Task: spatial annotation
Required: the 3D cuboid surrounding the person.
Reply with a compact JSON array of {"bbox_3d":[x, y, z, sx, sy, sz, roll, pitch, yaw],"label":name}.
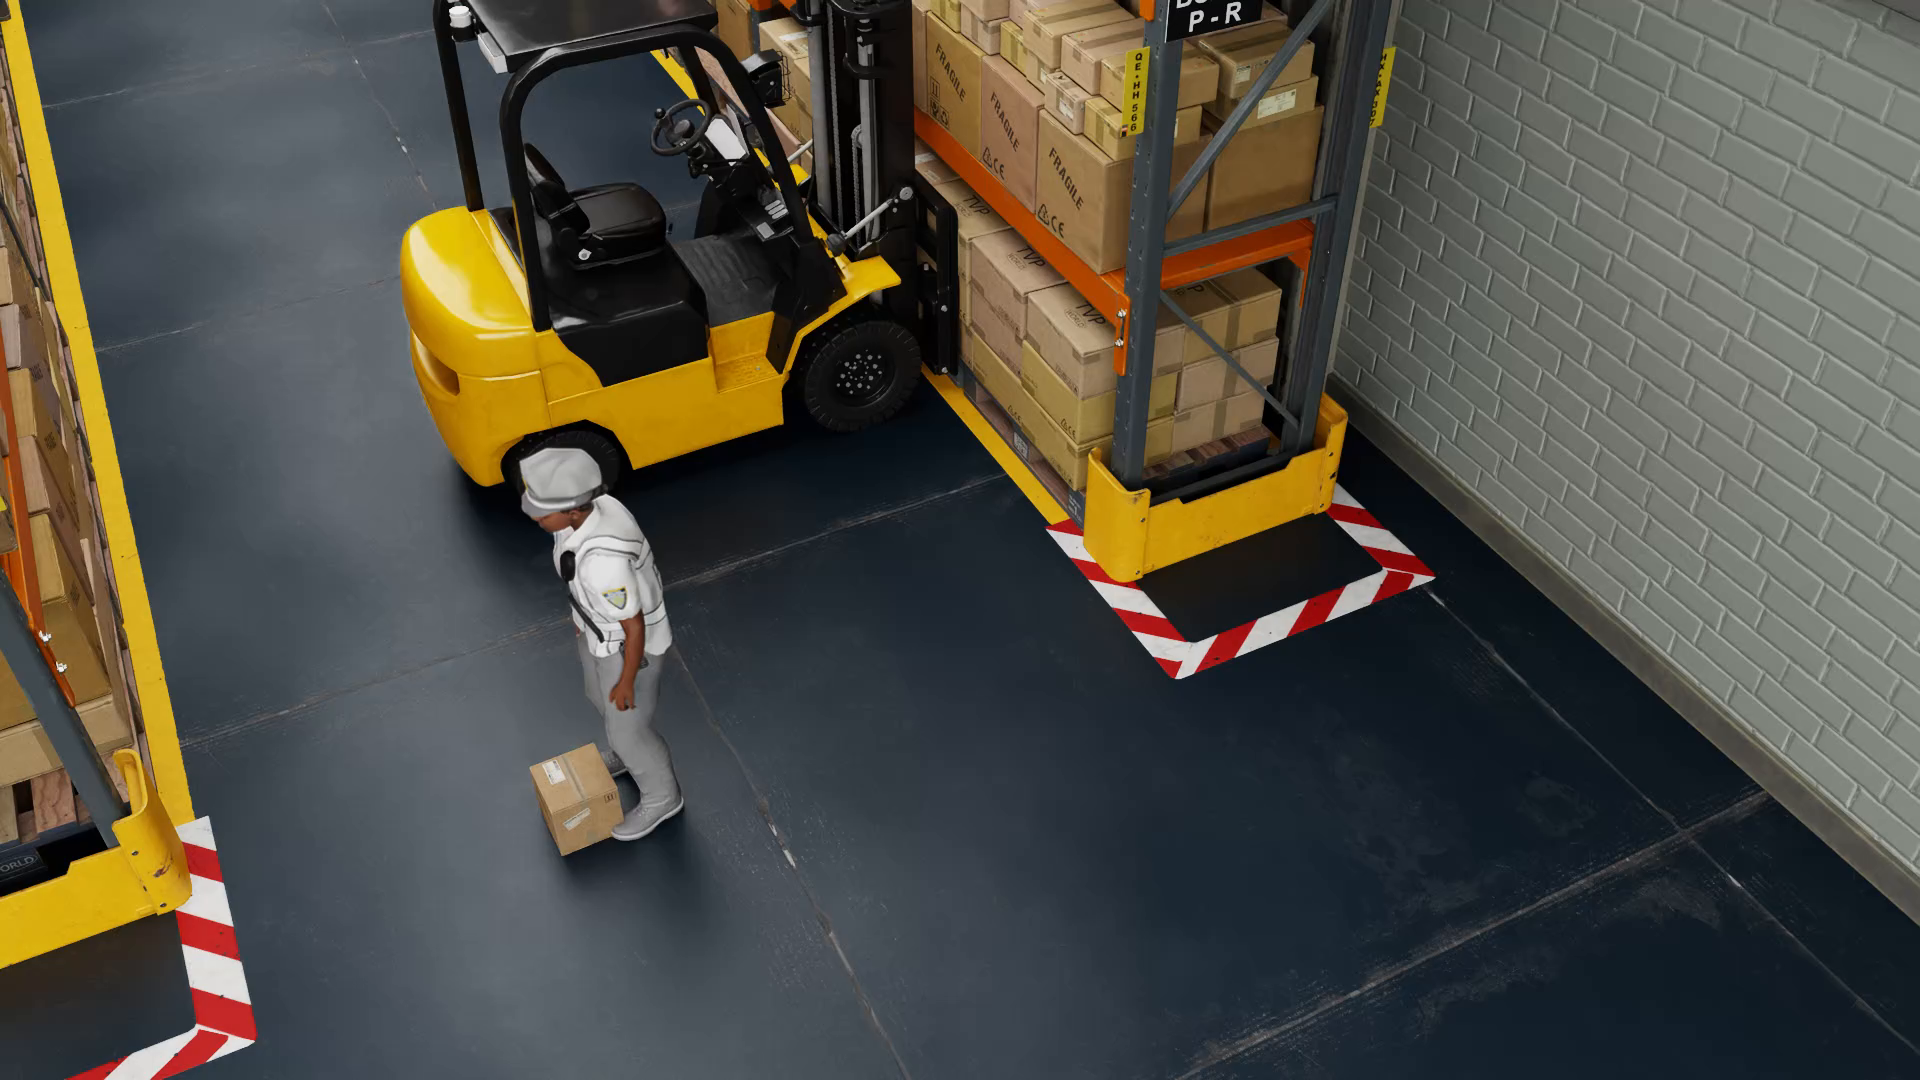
[{"bbox_3d":[-1.210,0.351,5.763,0.395,1.659,0.508,-19,45,-20],"label":"person"}]
